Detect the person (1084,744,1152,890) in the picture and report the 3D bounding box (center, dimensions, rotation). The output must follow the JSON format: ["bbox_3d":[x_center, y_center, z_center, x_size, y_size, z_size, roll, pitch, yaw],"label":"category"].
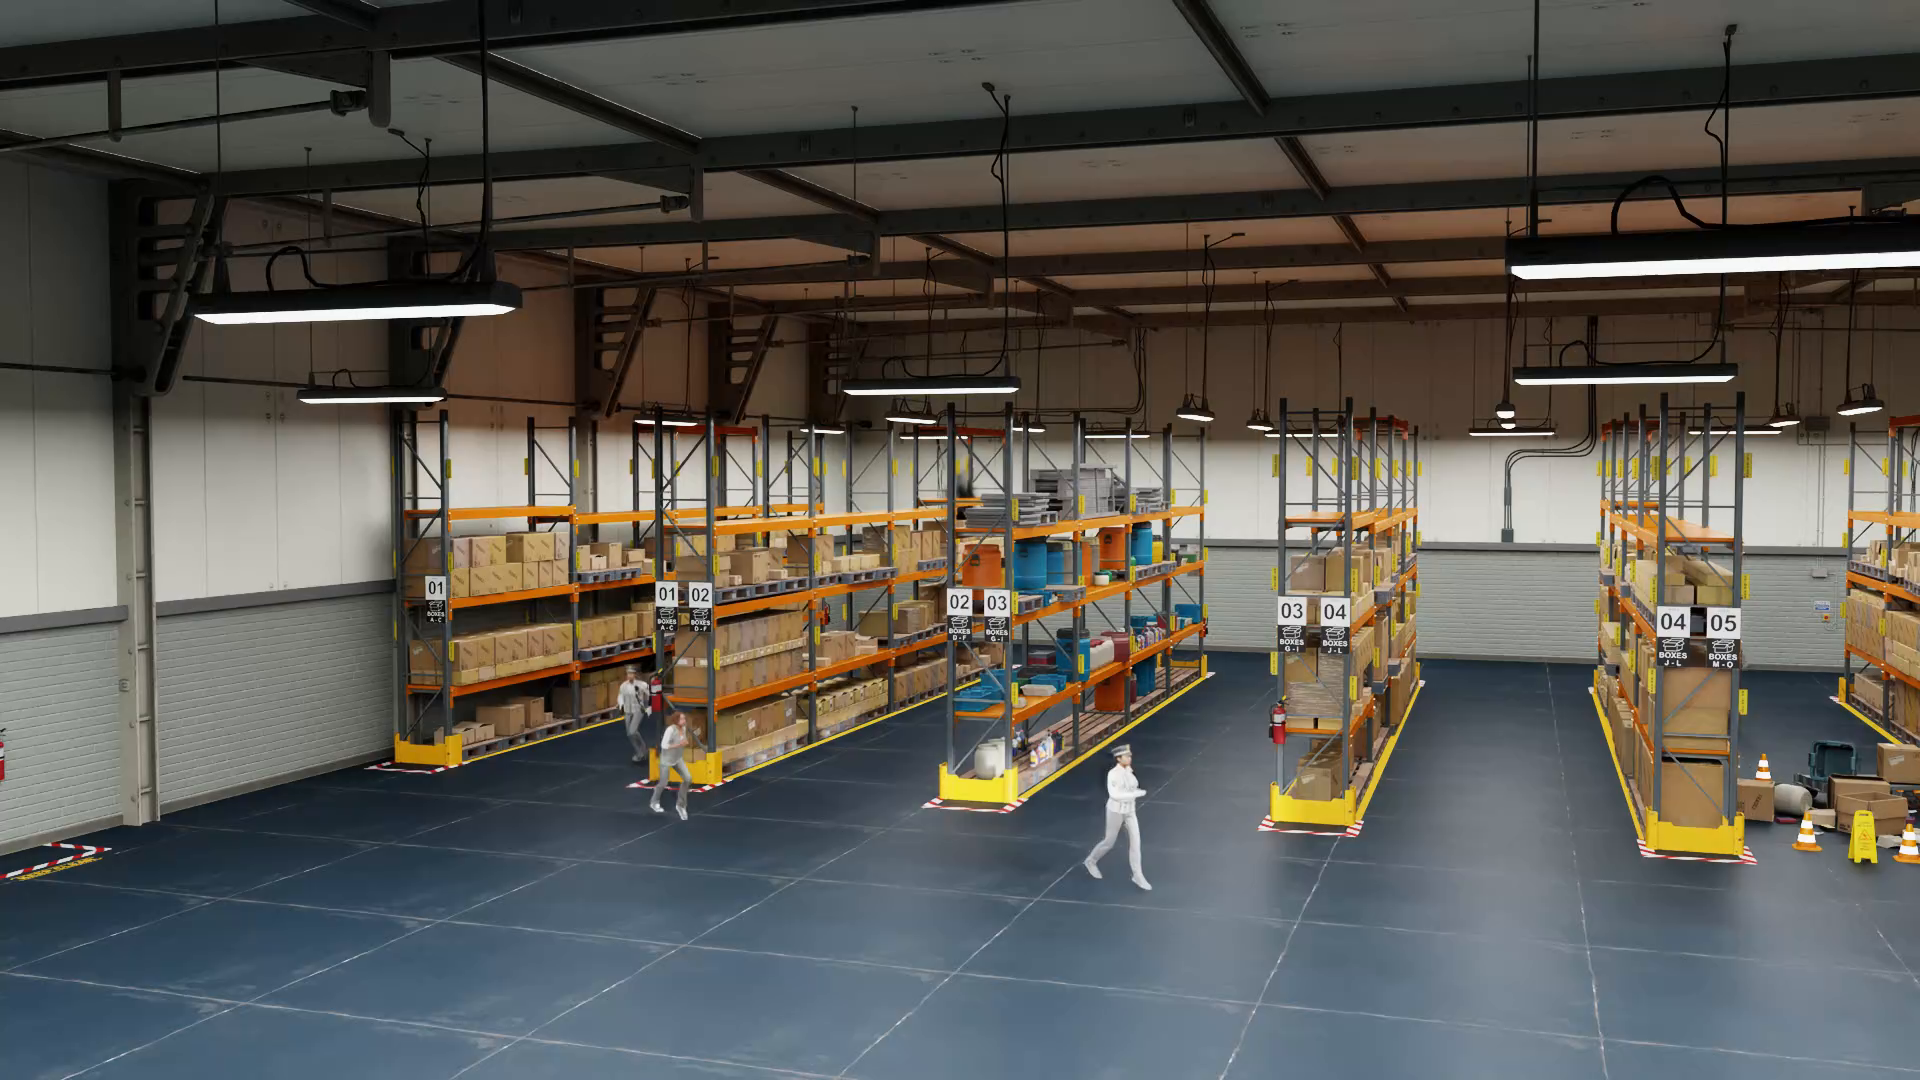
[{"bbox_3d":[1.901,3.278,19.908,0.919,1.697,0.598,2,3,41],"label":"person"}]

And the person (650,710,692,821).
[{"bbox_3d":[-4.135,3.199,23.729,0.868,1.579,0.527,2,3,43],"label":"person"}]

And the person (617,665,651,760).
[{"bbox_3d":[-5.562,2.952,28.322,0.585,1.644,0.690,1,3,18],"label":"person"}]
